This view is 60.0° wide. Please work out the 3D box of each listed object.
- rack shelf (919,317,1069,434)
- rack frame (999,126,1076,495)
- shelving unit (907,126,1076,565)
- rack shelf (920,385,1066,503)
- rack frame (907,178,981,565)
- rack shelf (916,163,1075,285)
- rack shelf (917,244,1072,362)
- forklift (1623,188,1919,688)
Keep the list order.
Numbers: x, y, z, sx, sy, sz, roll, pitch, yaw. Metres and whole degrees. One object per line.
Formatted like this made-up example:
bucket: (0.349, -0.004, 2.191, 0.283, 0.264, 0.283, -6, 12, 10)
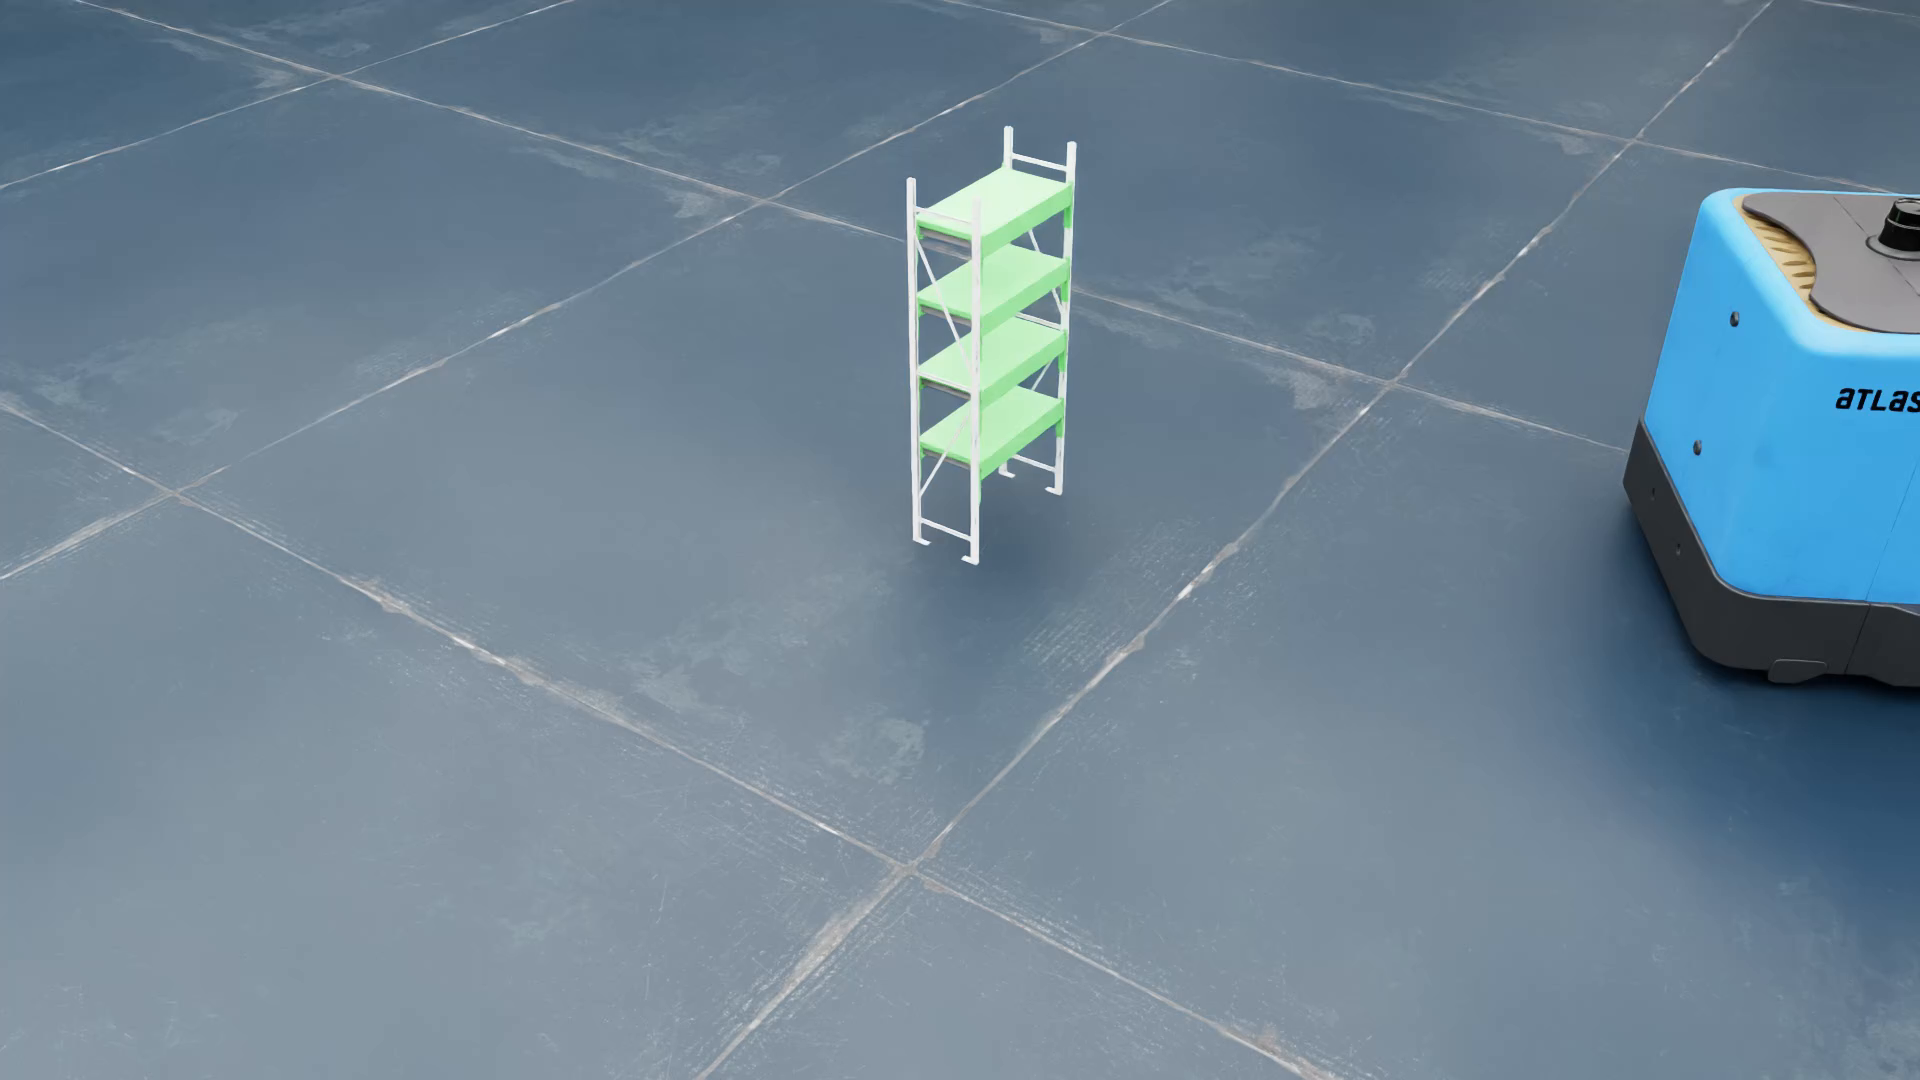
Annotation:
rack shelf: (0.094, -0.520, 5.062, 0.258, 0.148, 0.480, 21, 39, 28)
rack frame: (0.234, -0.685, 5.193, 0.240, 1.200, 0.015, 21, 39, 28)
shelving unit: (0.094, -0.573, 5.027, 0.258, 1.200, 0.503, 21, 39, 28)
rack shelf: (0.094, -0.321, 5.197, 0.258, 0.148, 0.480, 21, 39, 28)
rack frame: (-0.045, -0.461, 4.860, 0.240, 1.200, 0.015, 21, 39, 28)
rack shelf: (0.094, -0.918, 4.793, 0.258, 0.148, 0.480, 21, 39, 28)
rack shelf: (0.094, -0.719, 4.928, 0.258, 0.148, 0.480, 21, 39, 28)
forklift: (3.613, -1.013, 4.131, 3.031, 2.935, 1.130, 3, 34, 5)
